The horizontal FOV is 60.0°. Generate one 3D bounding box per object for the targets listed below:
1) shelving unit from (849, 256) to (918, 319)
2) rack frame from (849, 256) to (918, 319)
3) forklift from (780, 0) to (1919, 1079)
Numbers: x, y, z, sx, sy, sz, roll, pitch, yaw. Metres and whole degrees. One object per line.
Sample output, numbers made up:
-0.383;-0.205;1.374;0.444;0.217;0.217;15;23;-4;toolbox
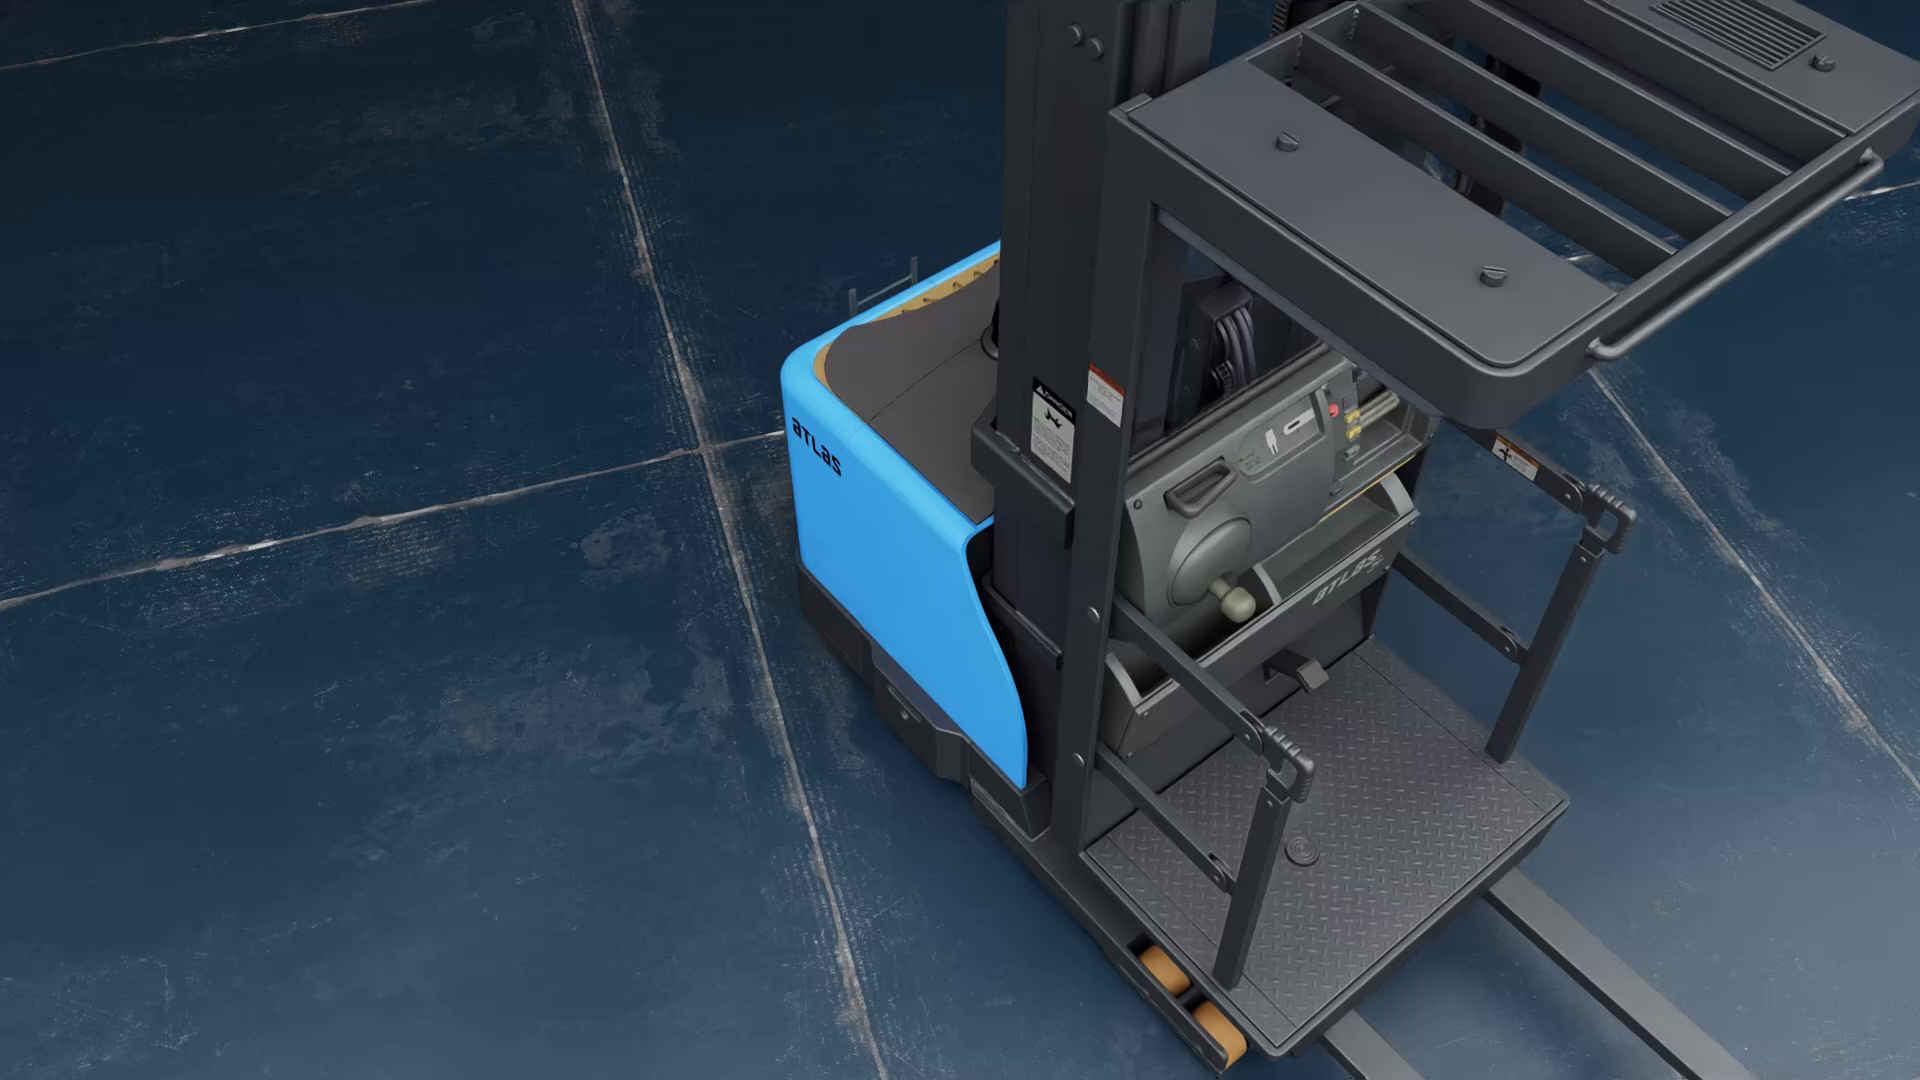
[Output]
-0.153;-0.404;5.002;0.258;0.900;0.210;-32;57;-24;shelving unit
-0.217;-0.465;5.053;0.240;0.900;0.006;-32;57;-24;rack frame
0.840;-0.075;3.396;1.130;2.935;3.031;-32;57;-24;forklift
